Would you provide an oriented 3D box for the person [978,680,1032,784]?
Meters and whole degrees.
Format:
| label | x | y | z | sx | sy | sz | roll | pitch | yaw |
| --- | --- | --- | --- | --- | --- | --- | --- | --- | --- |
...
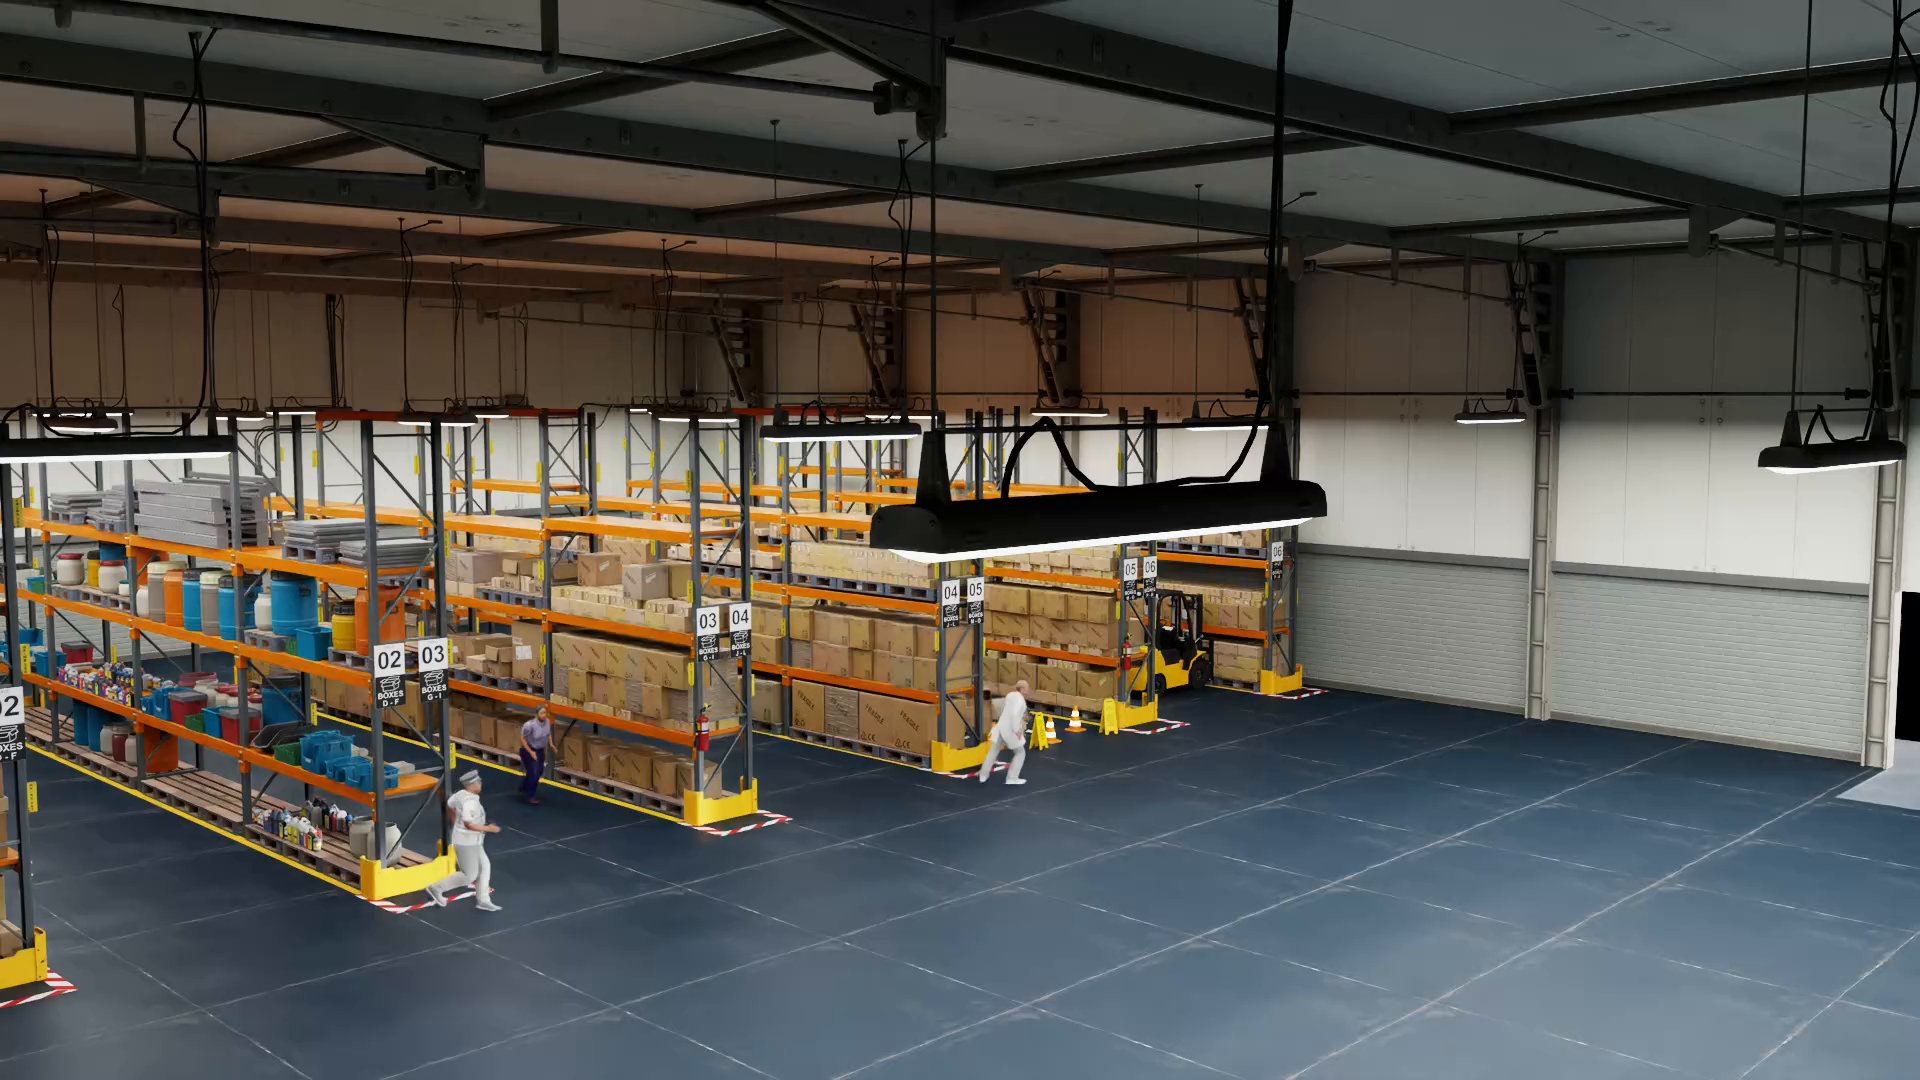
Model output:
| label | x | y | z | sx | sy | sz | roll | pitch | yaw |
| --- | --- | --- | --- | --- | --- | --- | --- | --- | --- |
| person | 0.784 | 3.110 | 26.933 | 0.958 | 1.704 | 0.765 | -3 | 6 | -33 |

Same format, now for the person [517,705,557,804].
| label | x | y | z | sx | sy | sz | roll | pitch | yaw |
| --- | --- | --- | --- | --- | --- | --- | --- | --- | --- |
| person | -6.628 | 3.285 | 25.733 | 0.792 | 1.560 | 0.637 | 3 | 6 | 27 |

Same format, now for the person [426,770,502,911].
| label | x | y | z | sx | sy | sz | roll | pitch | yaw |
| --- | --- | --- | --- | --- | --- | --- | --- | --- | --- |
| person | -6.045 | 3.695 | 20.222 | 0.897 | 1.787 | 0.677 | -2 | 5 | -21 |

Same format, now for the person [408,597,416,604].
| label | x | y | z | sx | sy | sz | roll | pitch | yaw |
| --- | --- | --- | --- | --- | --- | --- | --- | --- | --- |
| person | -12.613 | 2.119 | 38.275 | 0.560 | 1.707 | 0.767 | -3 | 6 | -27 |
